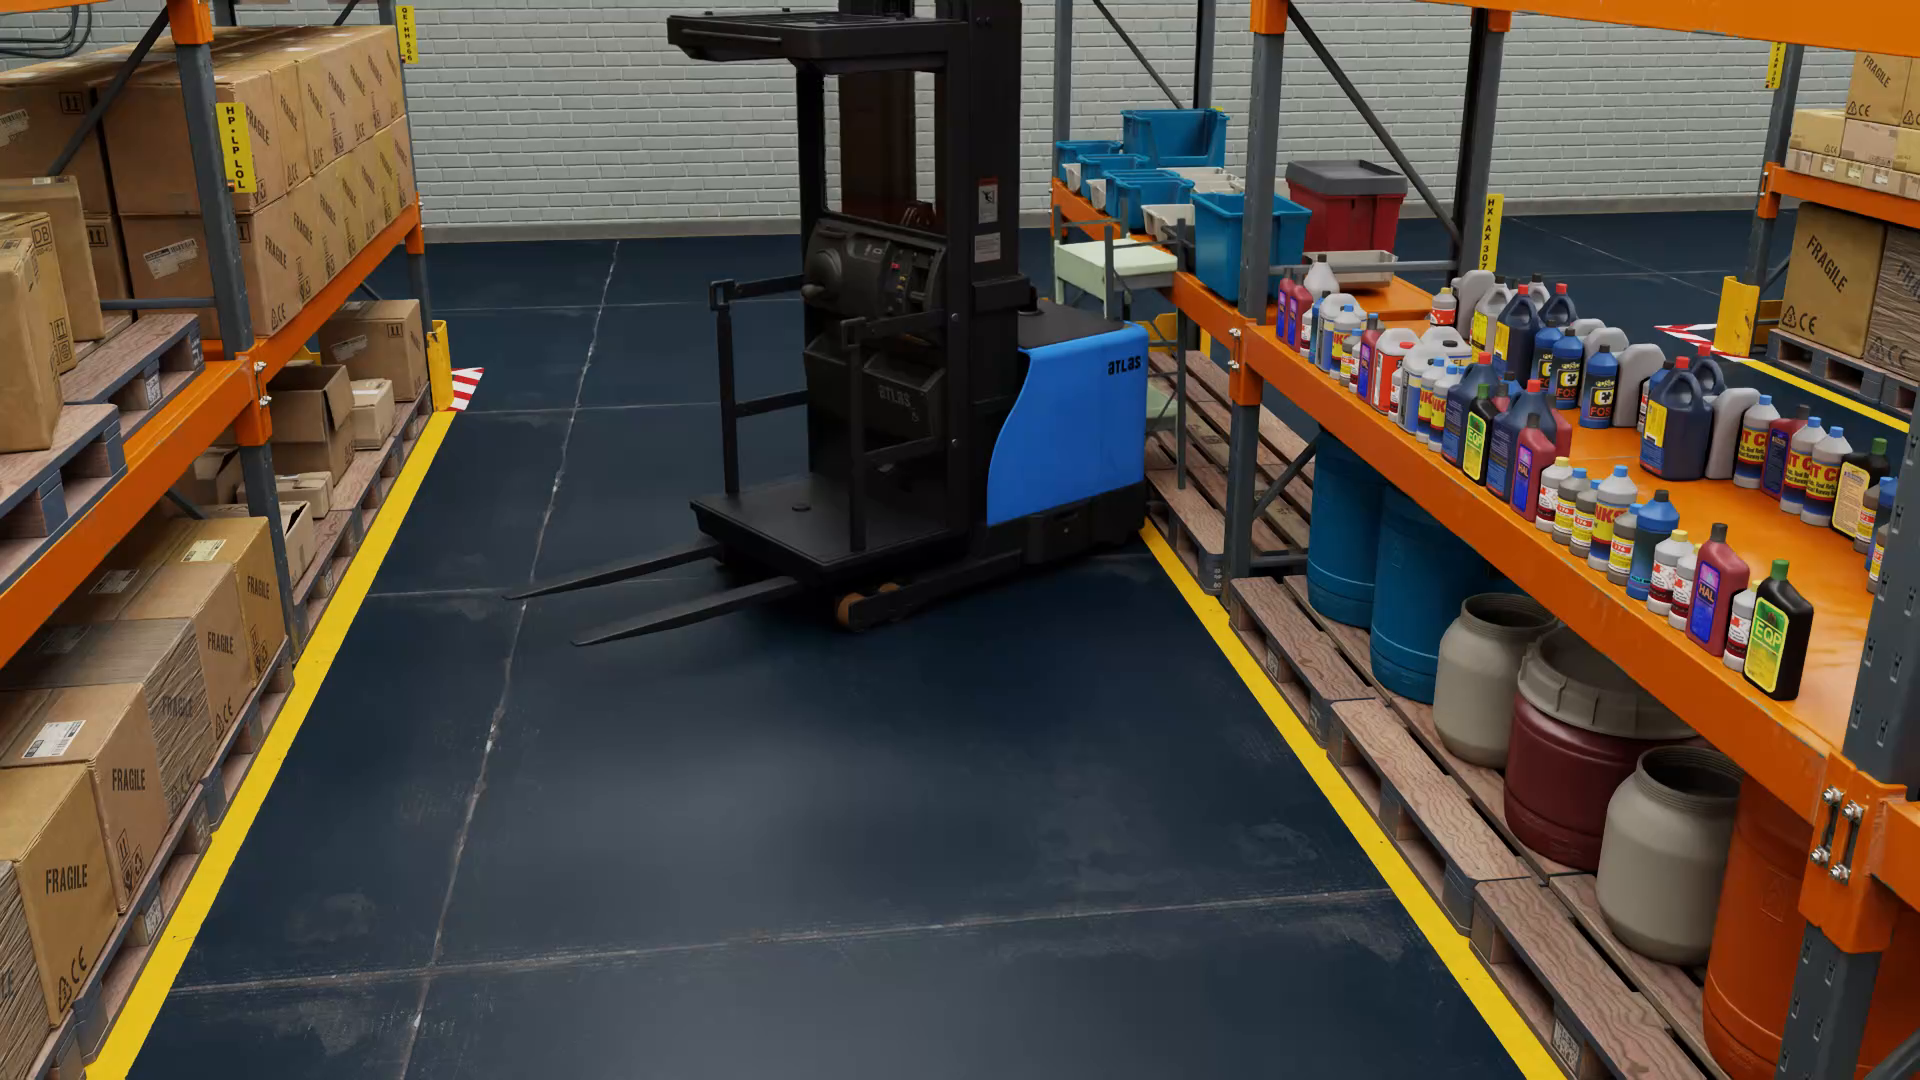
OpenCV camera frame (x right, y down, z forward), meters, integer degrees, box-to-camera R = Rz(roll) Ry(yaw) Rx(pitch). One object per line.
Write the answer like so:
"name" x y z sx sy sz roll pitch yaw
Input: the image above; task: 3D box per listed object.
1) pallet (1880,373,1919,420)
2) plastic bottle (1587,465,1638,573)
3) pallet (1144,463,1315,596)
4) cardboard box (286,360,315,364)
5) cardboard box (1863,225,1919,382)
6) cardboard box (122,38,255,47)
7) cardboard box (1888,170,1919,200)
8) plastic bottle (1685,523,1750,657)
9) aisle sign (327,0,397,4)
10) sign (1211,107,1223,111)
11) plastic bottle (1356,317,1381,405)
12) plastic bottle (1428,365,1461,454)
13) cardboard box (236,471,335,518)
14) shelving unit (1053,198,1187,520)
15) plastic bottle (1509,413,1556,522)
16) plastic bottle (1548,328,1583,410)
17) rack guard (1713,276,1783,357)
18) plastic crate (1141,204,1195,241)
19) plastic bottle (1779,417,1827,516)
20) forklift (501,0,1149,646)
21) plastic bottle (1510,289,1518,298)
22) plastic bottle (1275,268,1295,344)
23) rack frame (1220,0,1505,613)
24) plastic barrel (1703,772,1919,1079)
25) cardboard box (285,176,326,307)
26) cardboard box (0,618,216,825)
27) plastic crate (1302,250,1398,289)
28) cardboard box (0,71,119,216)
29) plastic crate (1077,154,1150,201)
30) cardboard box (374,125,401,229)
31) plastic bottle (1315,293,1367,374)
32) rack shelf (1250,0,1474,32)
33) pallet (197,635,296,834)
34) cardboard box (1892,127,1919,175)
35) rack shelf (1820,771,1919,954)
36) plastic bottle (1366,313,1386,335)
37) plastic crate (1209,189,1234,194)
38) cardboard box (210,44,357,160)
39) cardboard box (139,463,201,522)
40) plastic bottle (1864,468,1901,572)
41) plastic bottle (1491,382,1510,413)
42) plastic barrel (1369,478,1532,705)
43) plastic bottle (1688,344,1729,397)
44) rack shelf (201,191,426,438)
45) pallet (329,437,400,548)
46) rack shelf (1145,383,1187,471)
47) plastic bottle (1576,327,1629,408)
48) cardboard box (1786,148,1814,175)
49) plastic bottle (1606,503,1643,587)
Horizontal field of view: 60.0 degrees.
"pallet" 6.361 -0.764 9.960 1.003 0.211 1.213 -3 21 -8
"plastic bottle" 1.679 -0.059 4.270 0.097 0.271 0.097 0 20 0
"pallet" 1.527 -0.076 8.118 1.003 0.211 1.213 -3 21 -8
"cardboard box" -4.087 -0.974 9.984 0.380 0.149 0.250 -3 21 -8
"cardboard box" 6.298 -1.433 10.203 0.875 0.875 0.875 -3 21 -8
"cardboard box" -3.855 -2.260 8.409 0.500 0.500 0.500 -3 21 -7
"cardboard box" 5.870 -2.152 10.049 0.380 0.149 0.250 -3 21 -9
"plastic bottle" 1.734 0.111 3.798 0.061 0.283 0.133 -3 21 -8
"aisle sign" -3.514 -3.523 9.646 0.394 0.787 0.004 -3 21 -8
"sign" 1.637 -2.625 10.723 0.100 0.325 0.005 -3 21 -8
"plastic bottle" 1.430 -0.619 5.754 0.061 0.283 0.133 -3 21 -8
"plastic bottle" 1.531 -0.414 5.221 0.097 0.271 0.097 0 20 0
"cardboard box" -3.212 -0.215 7.926 0.380 0.166 0.250 -3 21 -8
"shelving unit" 0.803 -0.904 8.395 0.431 1.500 0.755 -8 20 -14
"plastic bottle" 1.603 -0.204 4.643 0.061 0.283 0.133 -3 21 -8
"plastic bottle" 2.072 -0.589 5.690 0.097 0.271 0.097 0 20 0
"rack guard" 5.992 -1.602 11.791 1.175 0.500 0.348 -3 21 -8
"plastic crate" 1.123 -1.622 8.563 0.293 0.136 0.466 -3 21 -8
"plastic bottle" 2.382 -0.212 4.681 0.097 0.271 0.097 0 20 0
"forklift" -0.545 -1.182 7.191 3.031 2.935 1.130 -16 26 -37
"plastic bottle" 2.100 -0.825 6.315 0.152 0.276 0.135 -3 21 -8
"plastic bottle" 1.302 -0.927 6.577 0.061 0.283 0.133 -3 21 -8
"rack frame" 1.671 -1.130 6.954 1.000 3.000 0.127 -3 21 -8
"plastic barrel" 2.160 0.907 4.003 0.600 0.830 0.708 -3 21 -8
"cardboard box" -3.112 -1.295 7.255 0.500 0.500 0.500 -3 21 -7
"cardboard box" -2.741 0.585 5.306 0.500 0.500 0.500 -3 21 -7
"plastic crate" 1.745 -1.203 7.440 0.396 0.136 0.243 -3 21 -8
"cardboard box" -3.560 -1.559 6.530 0.500 0.500 0.500 -3 21 -7
"plastic crate" 0.899 -2.134 9.797 0.416 0.233 0.300 -3 21 -8
"cardboard box" -3.395 -1.992 9.120 0.500 0.500 0.500 -3 21 -7
"plastic bottle" 1.414 -0.766 6.156 0.152 0.276 0.135 -3 21 -8
"rack shelf" 1.383 -2.890 8.409 1.077 0.370 4.000 -3 21 -8
"pallet" -3.076 0.705 6.028 1.003 0.211 1.213 -3 21 -8
"cardboard box" 5.948 -2.300 9.876 0.500 0.250 0.500 -4 21 -10
"rack shelf" 2.536 1.285 1.518 1.077 0.370 4.000 -3 21 -8
"plastic bottle" 1.534 -0.743 6.203 0.097 0.201 0.097 0 20 0
"plastic crate" 1.544 -1.848 9.169 0.298 0.136 0.250 -3 21 -8
"cardboard box" -3.244 -2.109 8.004 0.500 0.500 0.500 -2 21 -6
"cardboard box" -3.594 -0.099 7.139 0.500 0.500 0.500 -3 21 -8
"plastic bottle" 2.389 -0.049 4.245 0.097 0.271 0.097 0 20 0
"plastic bottle" 1.617 -0.318 4.947 0.061 0.283 0.133 -3 21 -8
"plastic barrel" 1.835 0.091 6.085 0.600 0.901 0.708 -3 21 -8
"plastic bottle" 2.286 -0.424 5.134 0.144 0.351 0.185 -3 21 -8
"rack shelf" -3.519 -1.237 8.268 1.077 0.370 4.000 -3 21 -8
"pallet" -3.508 -0.236 8.547 1.003 0.211 1.213 -3 21 -8
"rack shelf" 0.819 -0.598 8.505 0.431 0.370 0.720 -8 20 -14
"plastic bottle" 2.193 -0.604 5.723 0.152 0.276 0.135 -3 21 -8
"cardboard box" 5.720 -2.507 11.001 0.380 0.149 0.250 -3 21 -7
"plastic bottle" 1.693 0.008 4.192 0.097 0.201 0.097 0 20 0
